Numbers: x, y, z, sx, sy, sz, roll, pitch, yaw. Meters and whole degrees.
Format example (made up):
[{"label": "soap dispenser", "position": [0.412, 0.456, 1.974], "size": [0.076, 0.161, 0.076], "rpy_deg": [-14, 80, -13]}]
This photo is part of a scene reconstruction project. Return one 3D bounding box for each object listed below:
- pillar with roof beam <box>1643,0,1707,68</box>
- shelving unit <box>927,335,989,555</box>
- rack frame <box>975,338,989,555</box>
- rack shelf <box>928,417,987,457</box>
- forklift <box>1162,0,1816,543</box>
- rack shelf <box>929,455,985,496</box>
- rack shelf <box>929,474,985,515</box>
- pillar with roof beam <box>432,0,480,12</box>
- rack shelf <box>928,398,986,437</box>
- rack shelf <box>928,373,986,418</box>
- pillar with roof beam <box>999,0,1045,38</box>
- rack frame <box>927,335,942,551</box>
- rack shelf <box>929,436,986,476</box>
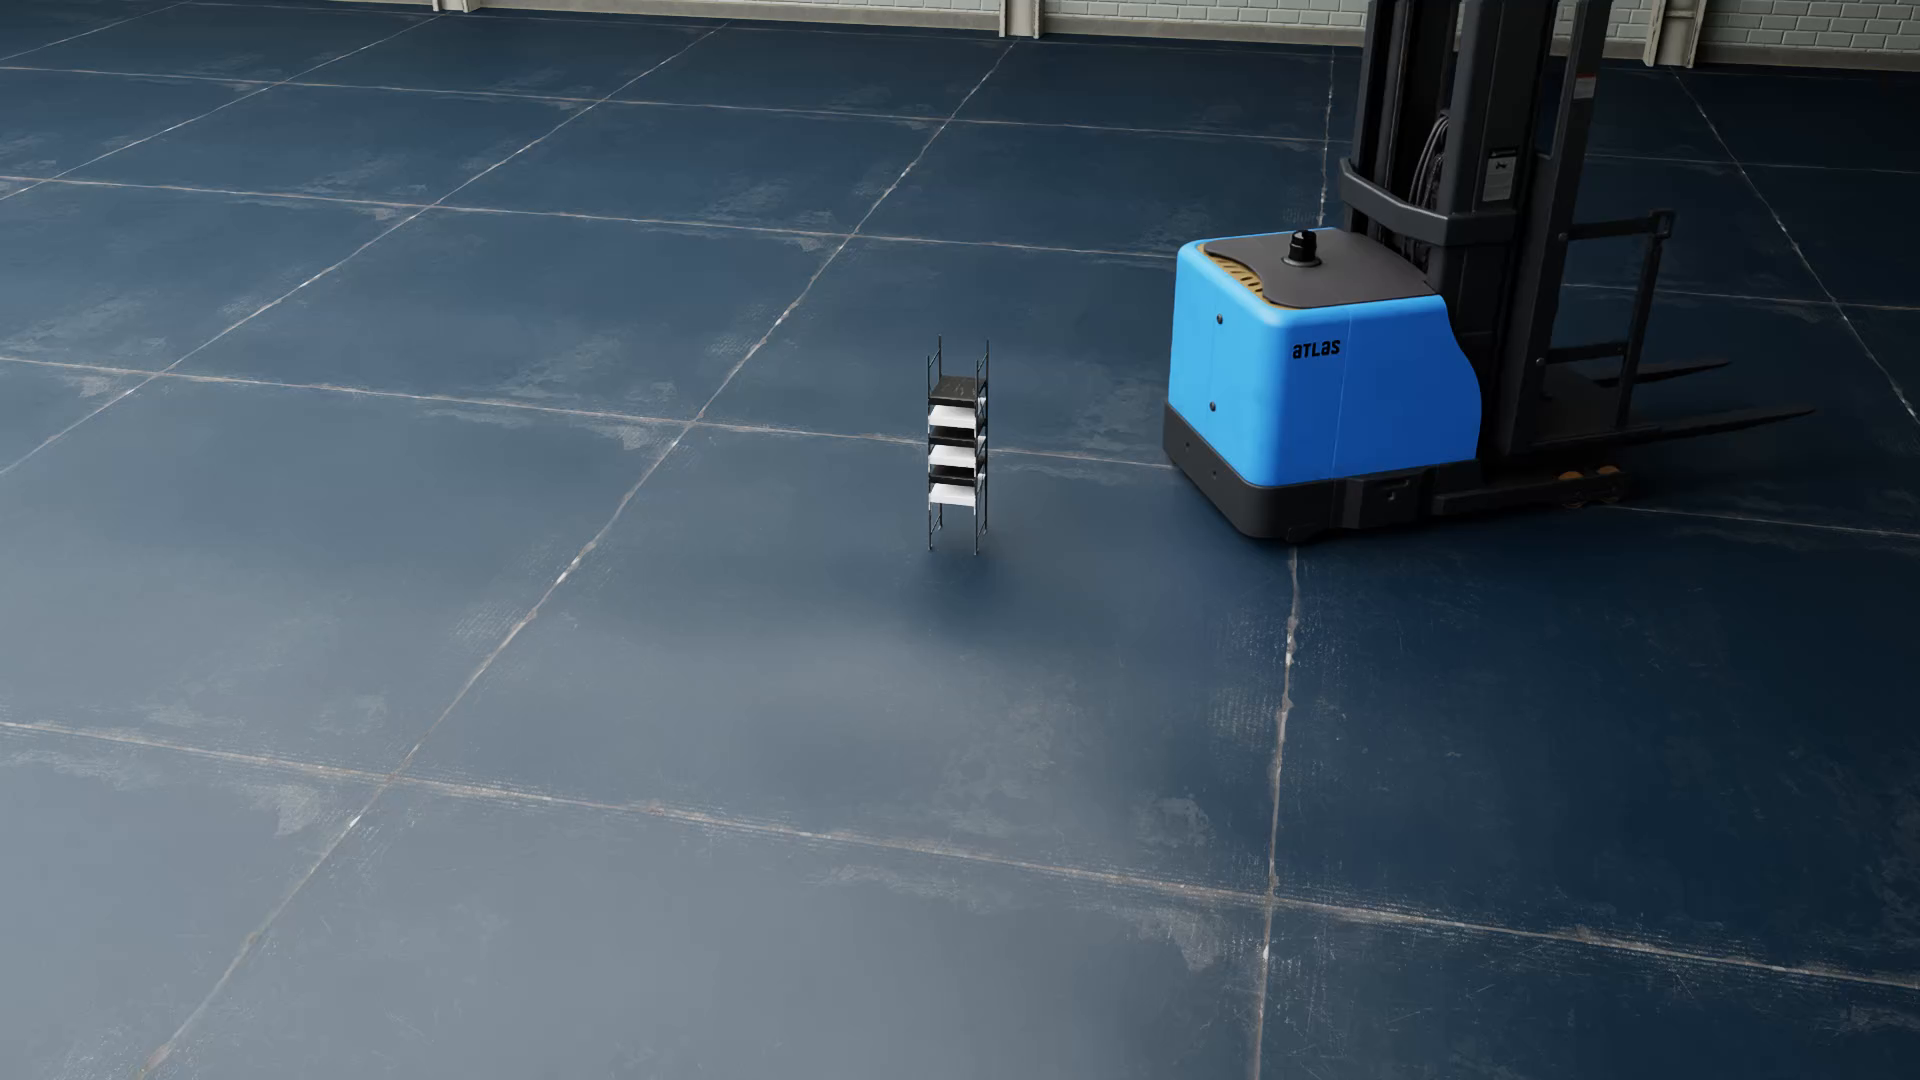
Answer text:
[{"label": "pillar with roof beam", "position": [5.575, -6.287, 9.364], "size": [0.400, 9.000, 9.100], "rpy_deg": [6, 29, 11]}, {"label": "shelving unit", "position": [-0.008, -0.396, 7.035], "size": [0.210, 0.900, 0.258], "rpy_deg": [6, 29, 11]}, {"label": "rack frame", "position": [0.091, -0.385, 7.017], "size": [0.006, 0.900, 0.240], "rpy_deg": [6, 29, 11]}, {"label": "rack shelf", "position": [-0.008, -0.445, 7.008], "size": [0.200, 0.077, 0.258], "rpy_deg": [6, 29, 11]}, {"label": "forklift", "position": [2.537, -1.662, 7.234], "size": [3.031, 2.935, 1.130], "rpy_deg": [-8, 30, -14]}, {"label": "rack shelf", "position": [-0.008, -0.287, 7.095], "size": [0.200, 0.077, 0.258], "rpy_deg": [6, 29, 11]}, {"label": "rack shelf", "position": [-0.008, -0.208, 7.138], "size": [0.200, 0.077, 0.258], "rpy_deg": [6, 29, 11]}, {"label": "pillar with roof beam", "position": [-6.160, -7.491, 11.562], "size": [0.400, 9.000, 9.100], "rpy_deg": [6, 29, 11]}, {"label": "rack shelf", "position": [-0.008, -0.524, 6.965], "size": [0.200, 0.077, 0.258], "rpy_deg": [6, 29, 11]}, {"label": "rack shelf", "position": [-0.008, -0.603, 6.922], "size": [0.200, 0.077, 0.258], "rpy_deg": [6, 29, 11]}, {"label": "pillar with roof beam", "position": [-0.292, -6.889, 10.463], "size": [0.400, 9.000, 9.100], "rpy_deg": [6, 29, 11]}, {"label": "rack frame", "position": [-0.107, -0.406, 7.054], "size": [0.006, 0.900, 0.240], "rpy_deg": [6, 29, 11]}, {"label": "rack shelf", "position": [-0.008, -0.366, 7.051], "size": [0.200, 0.077, 0.258], "rpy_deg": [6, 29, 11]}]
